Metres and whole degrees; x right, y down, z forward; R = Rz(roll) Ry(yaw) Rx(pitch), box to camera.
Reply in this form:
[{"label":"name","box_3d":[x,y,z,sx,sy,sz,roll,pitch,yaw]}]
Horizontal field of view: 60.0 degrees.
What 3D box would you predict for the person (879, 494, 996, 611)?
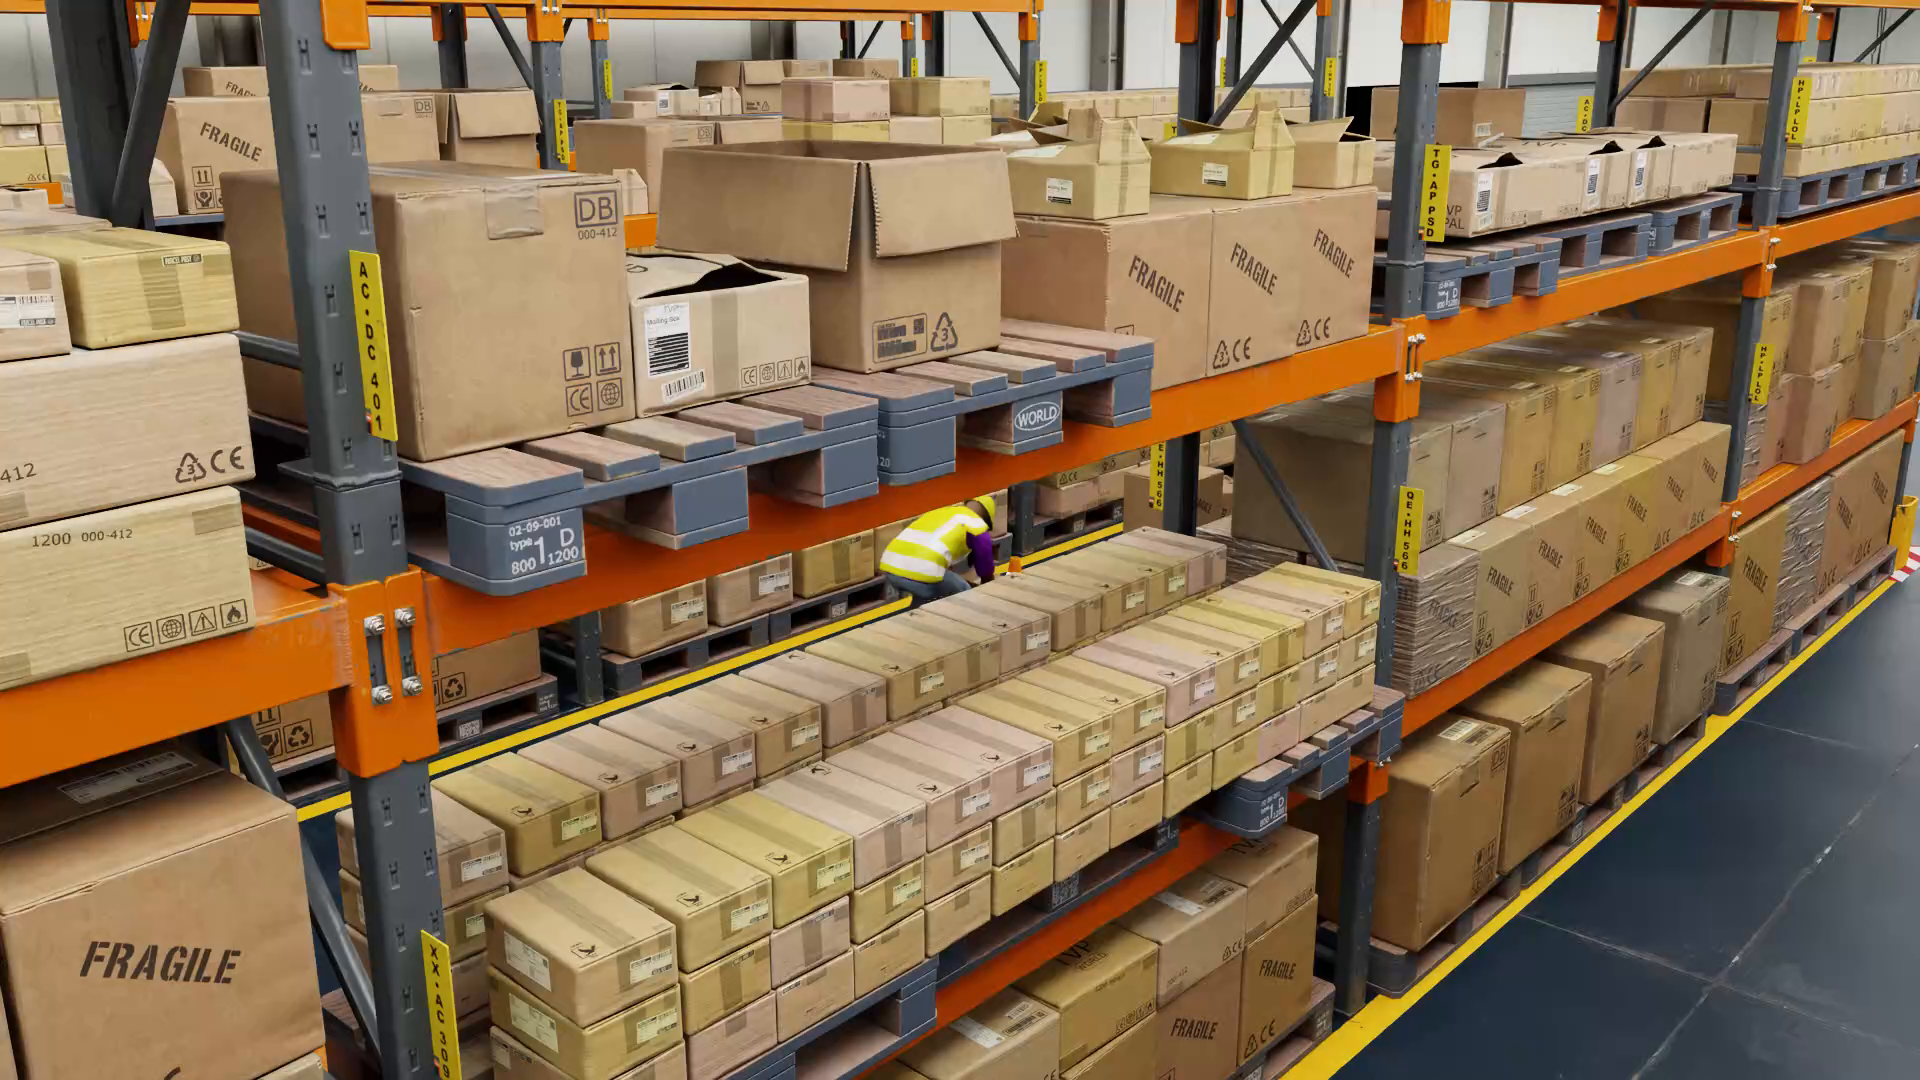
[{"label":"person","box_3d":[-0.099,0.260,10.449,0.526,1.011,0.956,13,21,37]}]
